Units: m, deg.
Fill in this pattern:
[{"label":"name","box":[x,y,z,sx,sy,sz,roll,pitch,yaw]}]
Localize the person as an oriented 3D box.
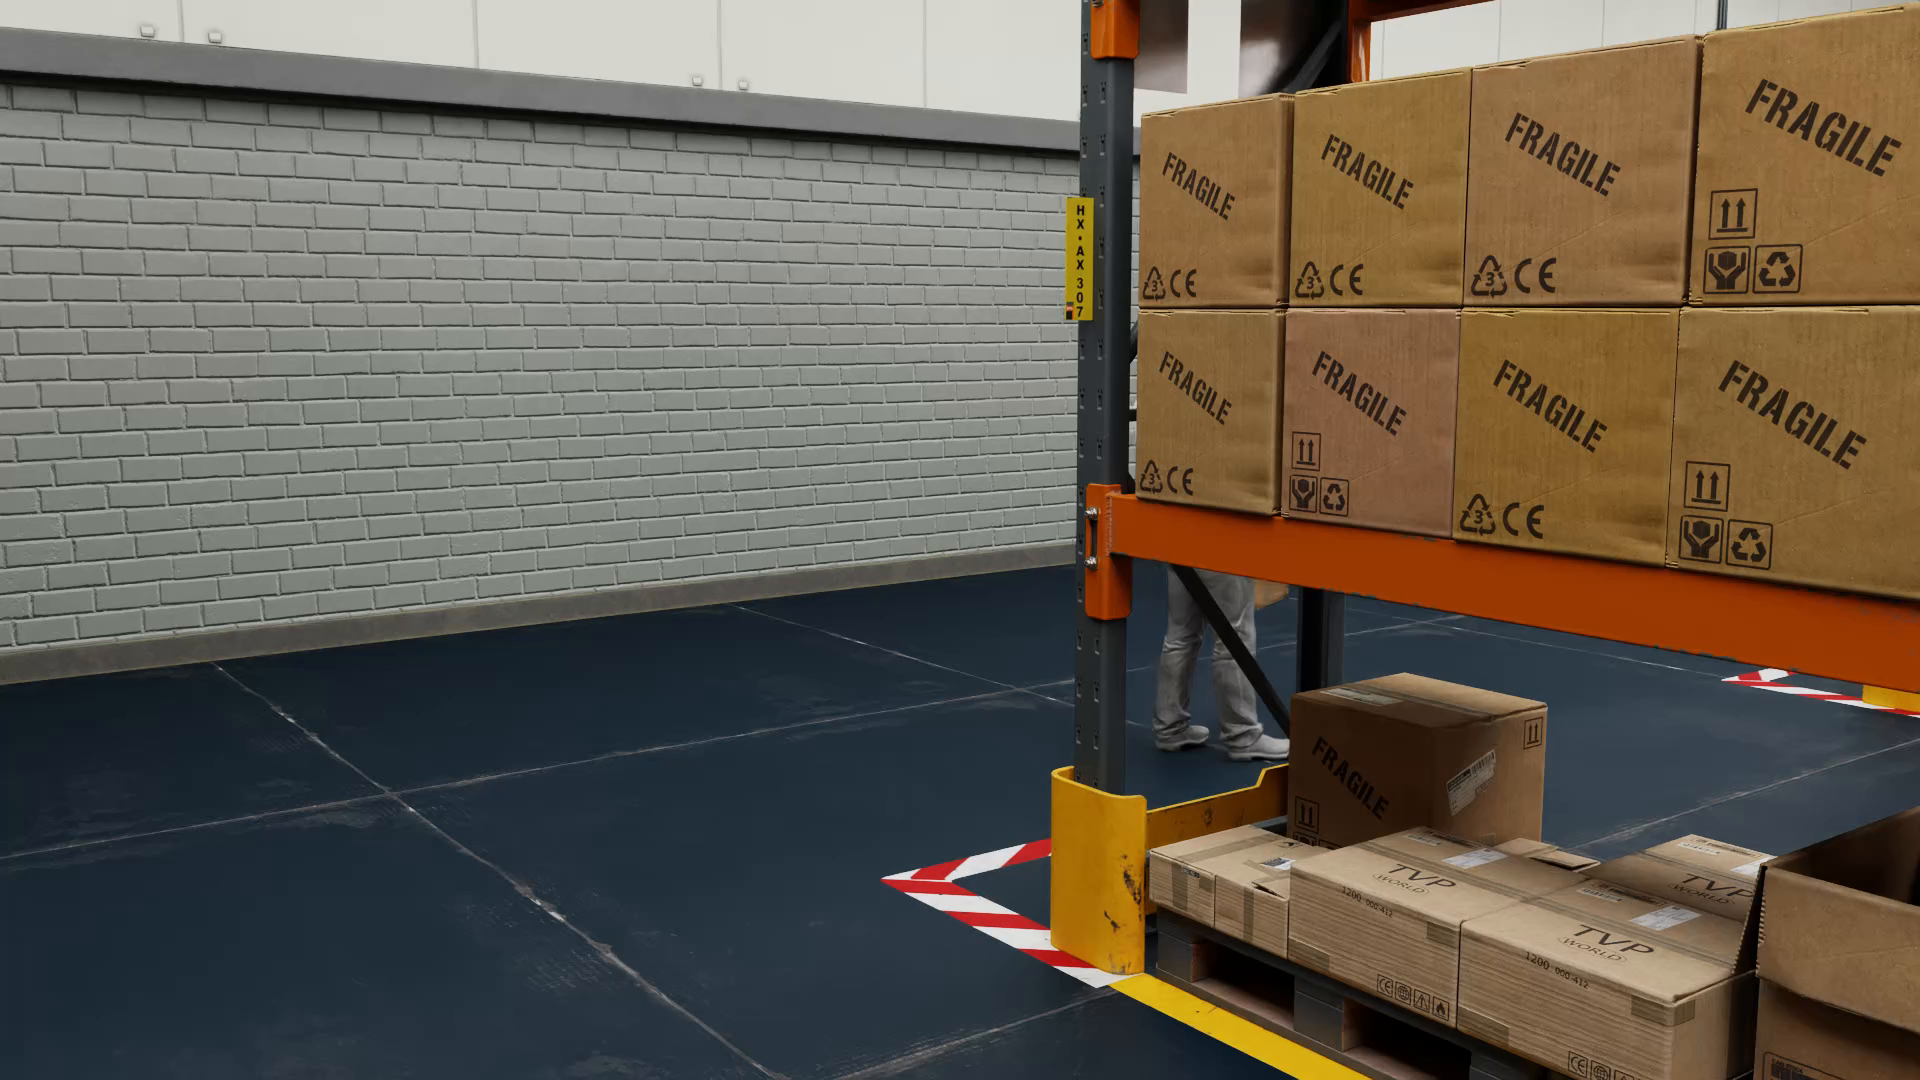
[{"label":"person","box":[1.073,-0.008,6.749,0.545,1.777,0.523,-2,8,-18]}]
